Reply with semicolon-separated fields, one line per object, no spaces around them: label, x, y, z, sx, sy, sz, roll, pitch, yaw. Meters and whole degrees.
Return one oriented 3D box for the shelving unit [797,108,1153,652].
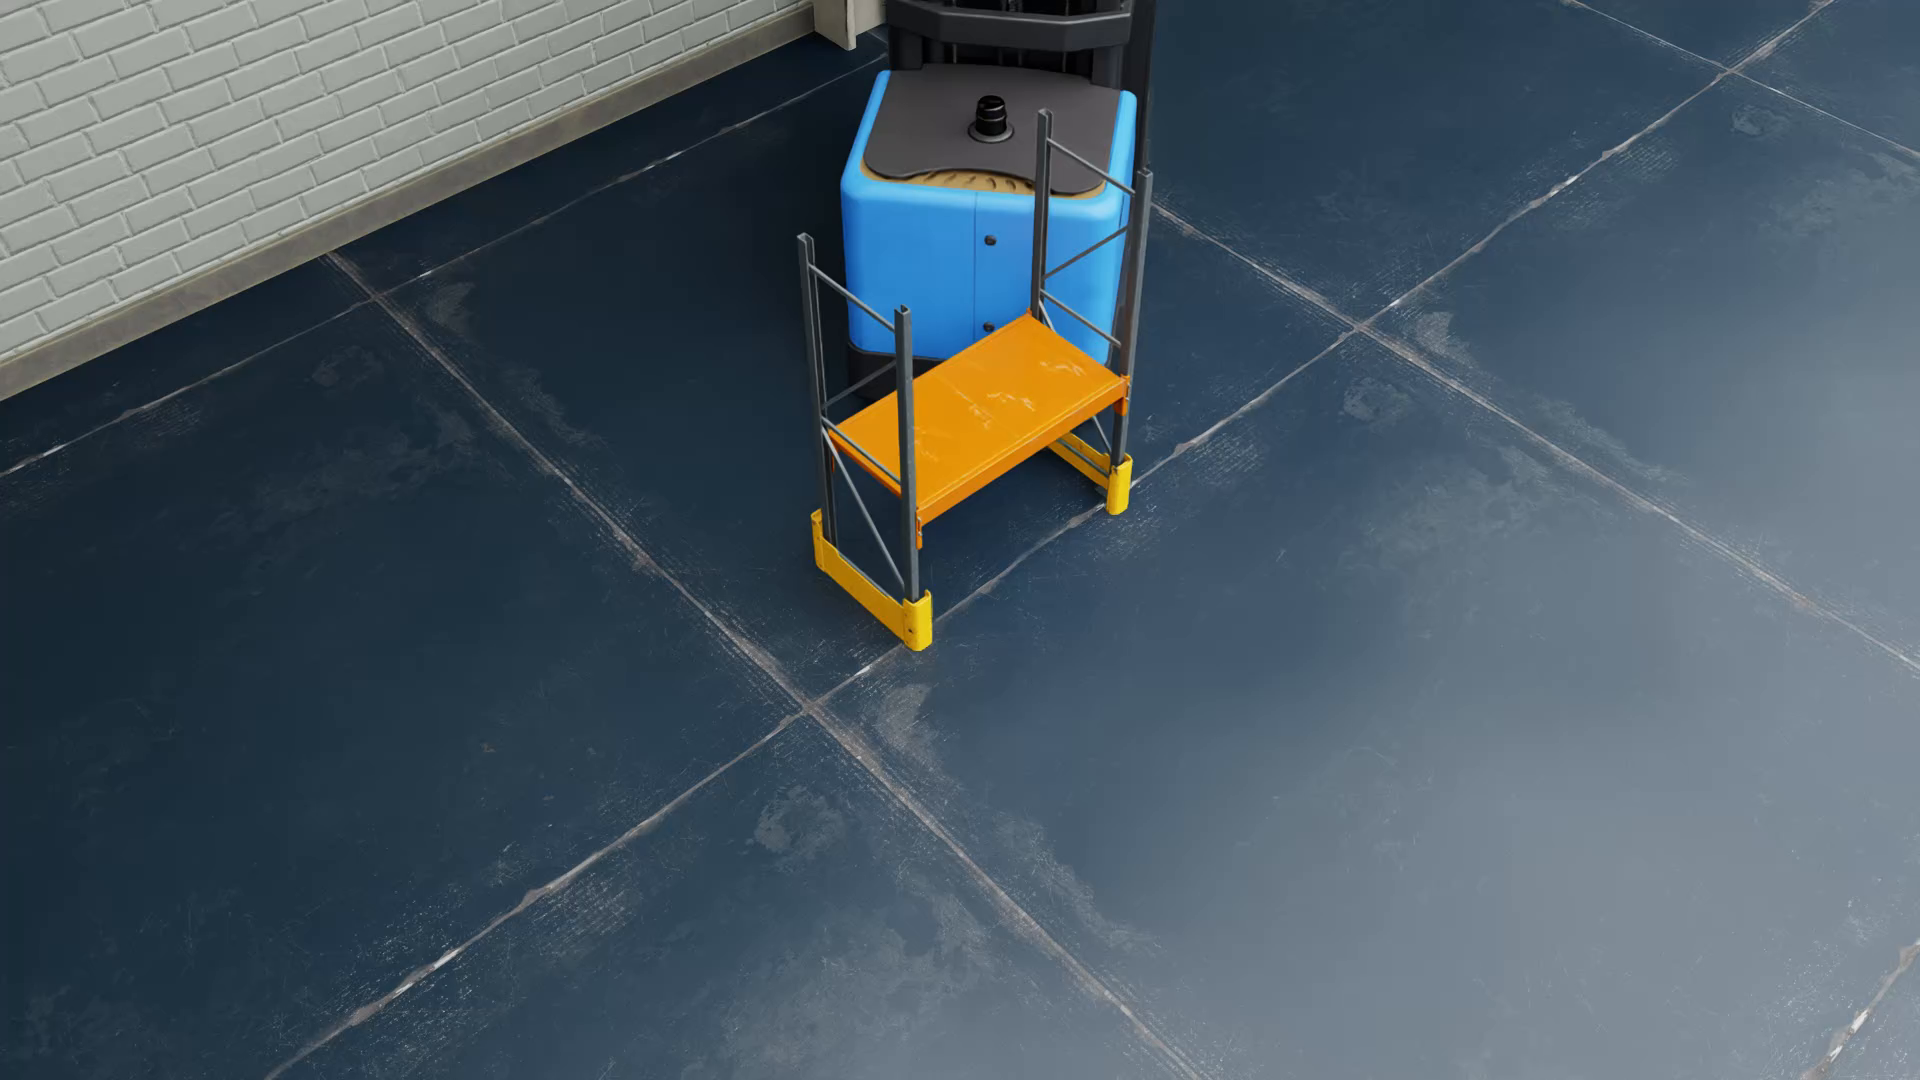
shelving unit;0.052;-0.532;5.720;1.083;1.500;0.587;-33;56;-27

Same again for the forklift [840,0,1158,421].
forklift;0.287;-2.564;6.622;1.130;2.935;3.031;7;48;6

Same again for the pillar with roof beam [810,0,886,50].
pillar with roof beam;2.363;-3.415;3.278;0.400;9.000;9.100;-34;56;-27

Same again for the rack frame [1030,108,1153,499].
rack frame;0.437;-0.786;5.955;0.032;1.500;0.500;-33;56;-27

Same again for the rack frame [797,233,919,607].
rack frame;-0.319;-0.287;5.494;0.032;1.500;0.500;-33;56;-27

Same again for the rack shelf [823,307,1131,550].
rack shelf;0.059;-0.414;5.857;1.000;0.185;0.538;-33;56;-27

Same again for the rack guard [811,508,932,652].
rack guard;-0.318;0.137;5.954;0.087;0.250;0.587;-33;56;-27

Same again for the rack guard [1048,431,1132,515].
rack guard;0.423;-0.353;6.405;0.087;0.250;0.587;-33;56;-27
